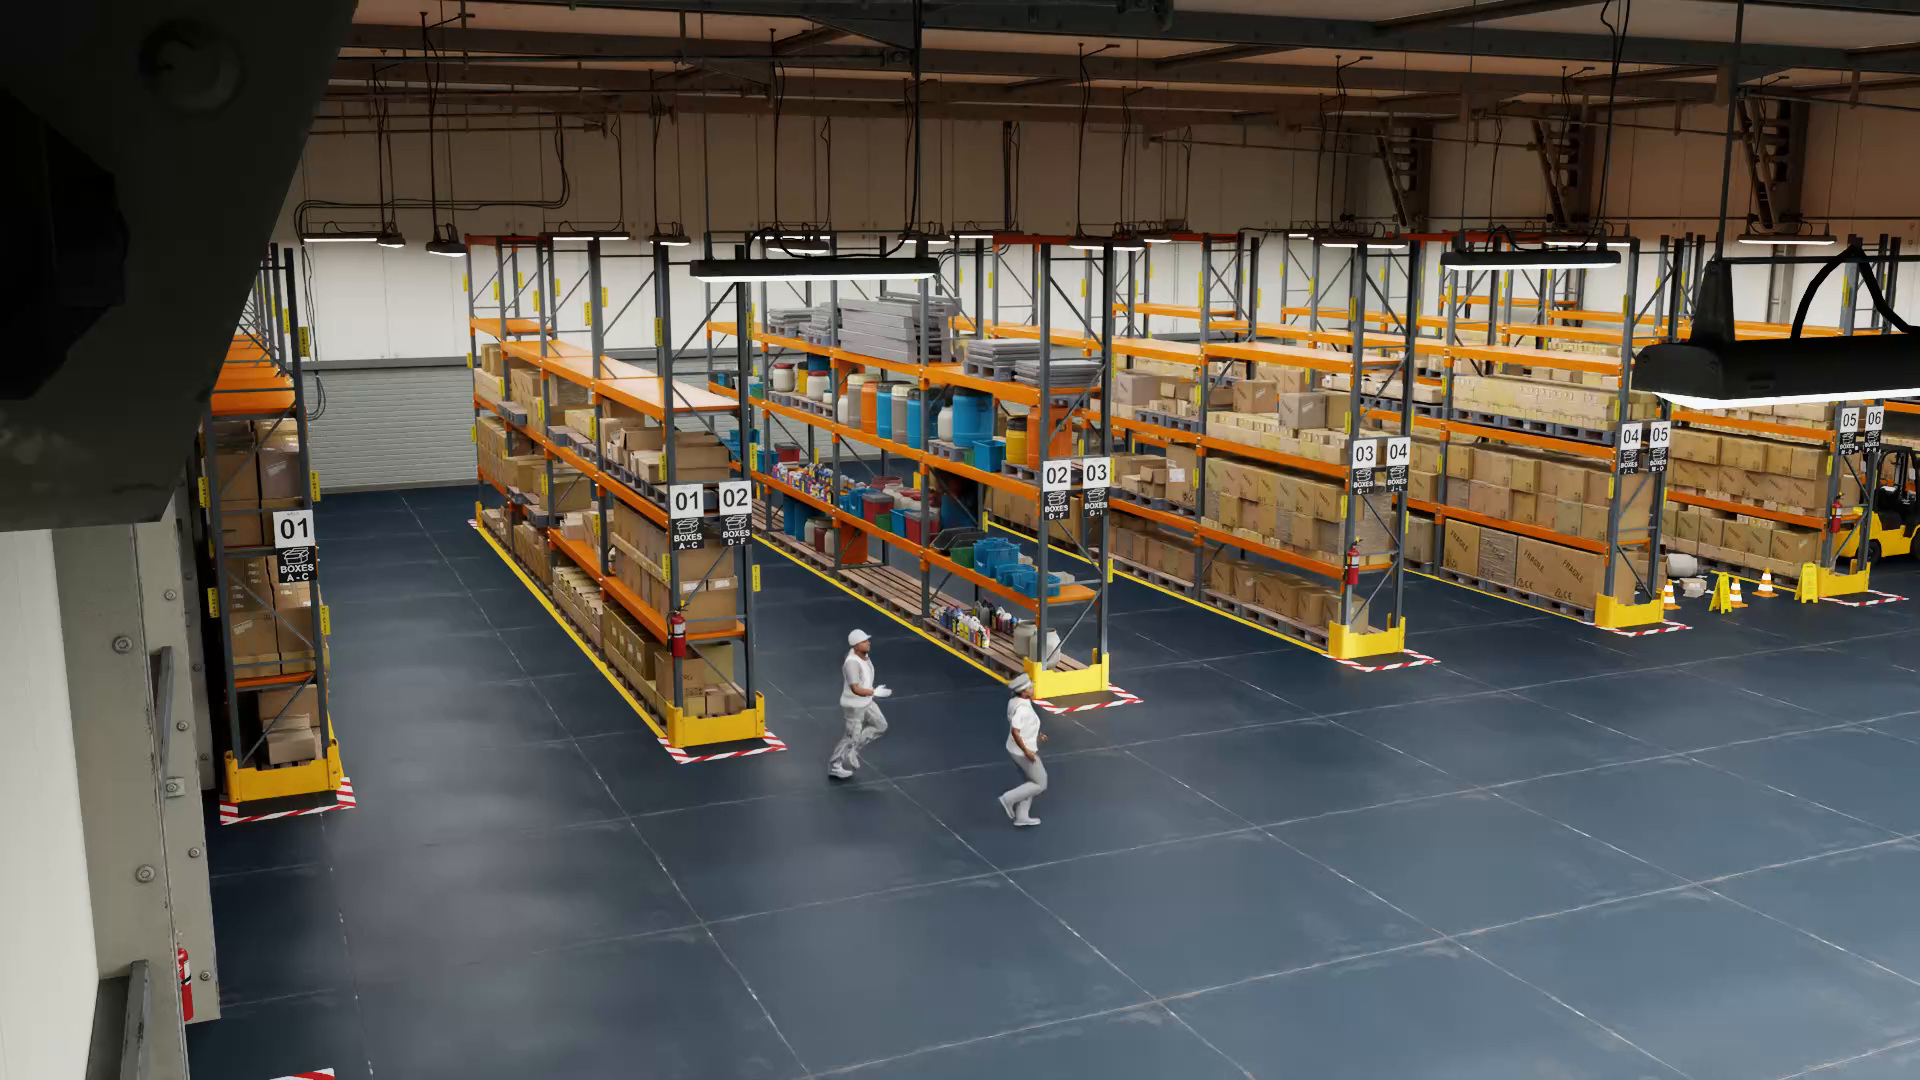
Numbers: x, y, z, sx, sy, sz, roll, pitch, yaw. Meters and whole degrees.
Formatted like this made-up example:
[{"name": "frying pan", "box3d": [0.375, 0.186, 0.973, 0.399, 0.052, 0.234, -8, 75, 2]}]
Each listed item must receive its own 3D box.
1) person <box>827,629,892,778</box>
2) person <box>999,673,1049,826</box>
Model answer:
[{"name": "person", "box3d": [-1.125, 1.849, 18.958, 0.774, 1.732, 0.712, 2, 11, 12]}, {"name": "person", "box3d": [0.664, 2.209, 17.432, 0.566, 1.642, 0.588, -3, 11, -13]}]
